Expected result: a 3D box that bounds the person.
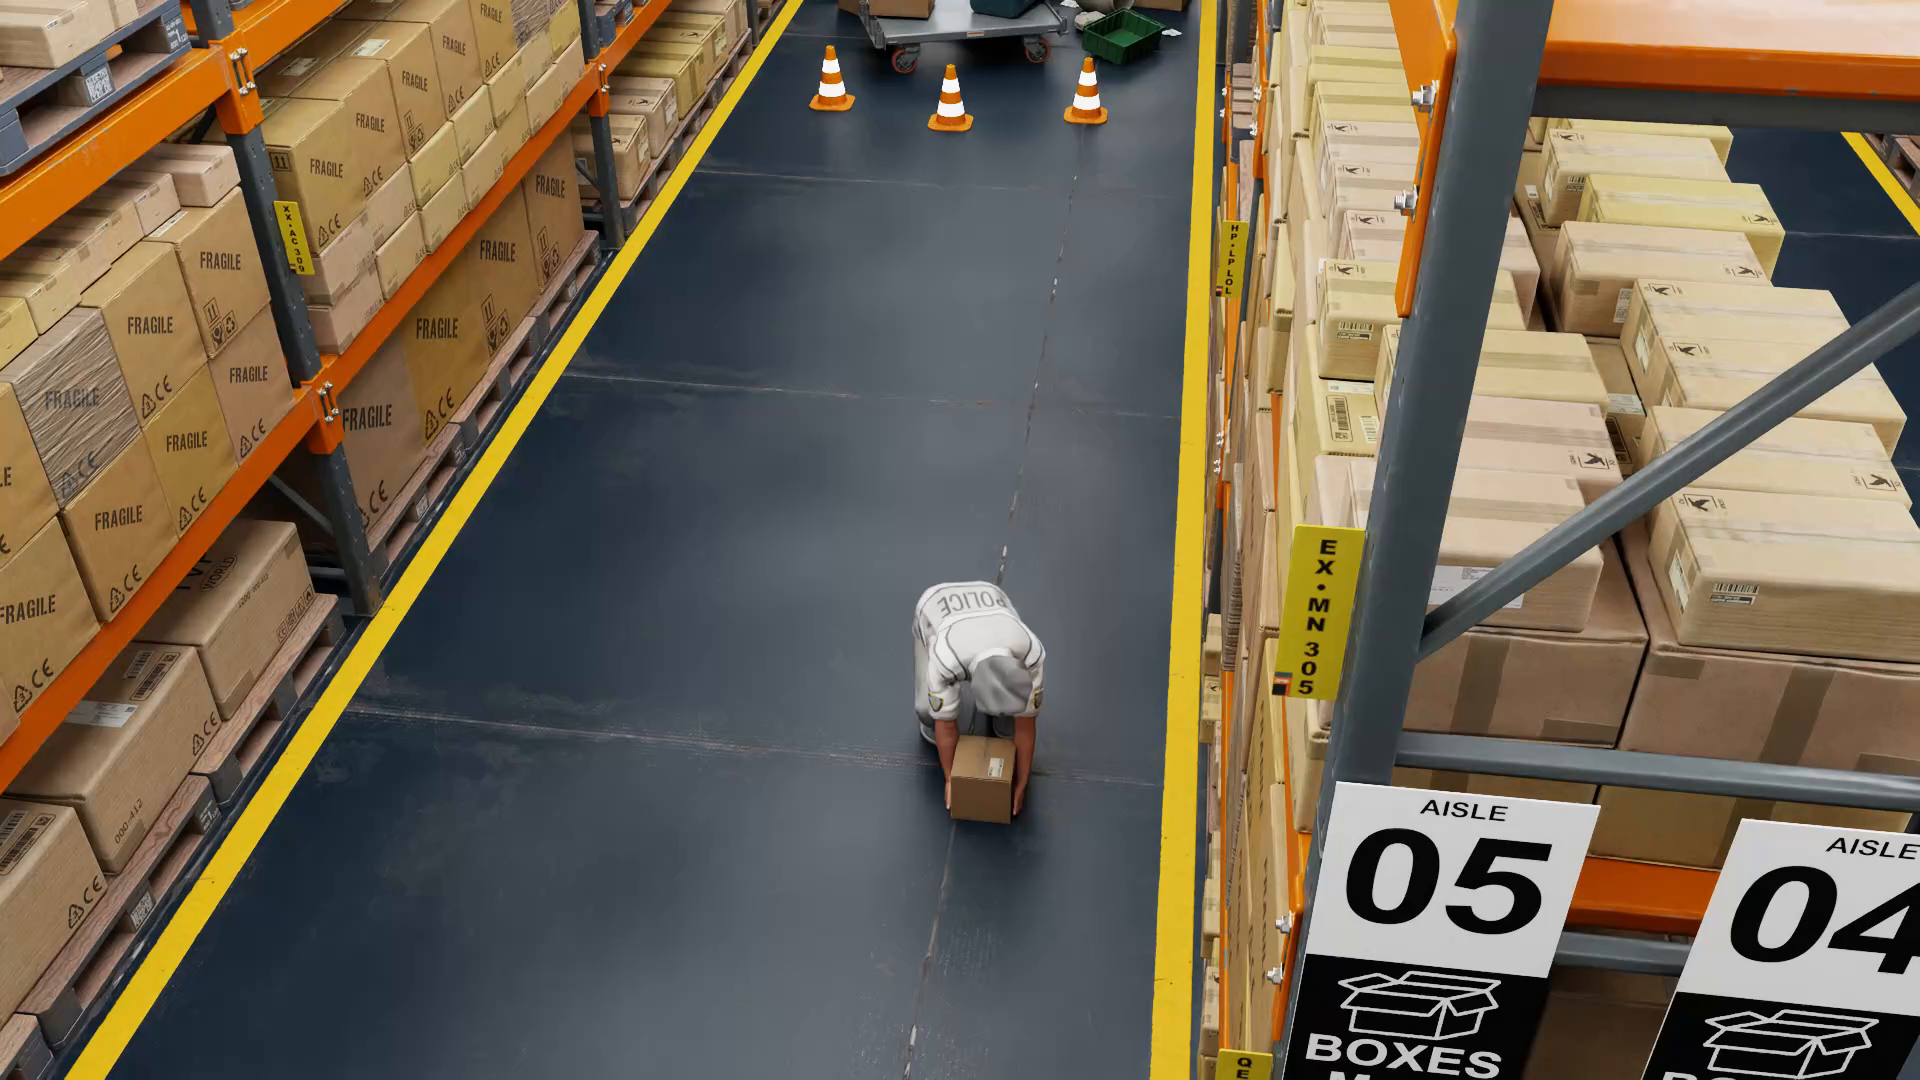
[{"bbox_3d":[0.069,0.614,7.050,0.541,0.877,1.001,-4,36,-6],"label":"person"}]
